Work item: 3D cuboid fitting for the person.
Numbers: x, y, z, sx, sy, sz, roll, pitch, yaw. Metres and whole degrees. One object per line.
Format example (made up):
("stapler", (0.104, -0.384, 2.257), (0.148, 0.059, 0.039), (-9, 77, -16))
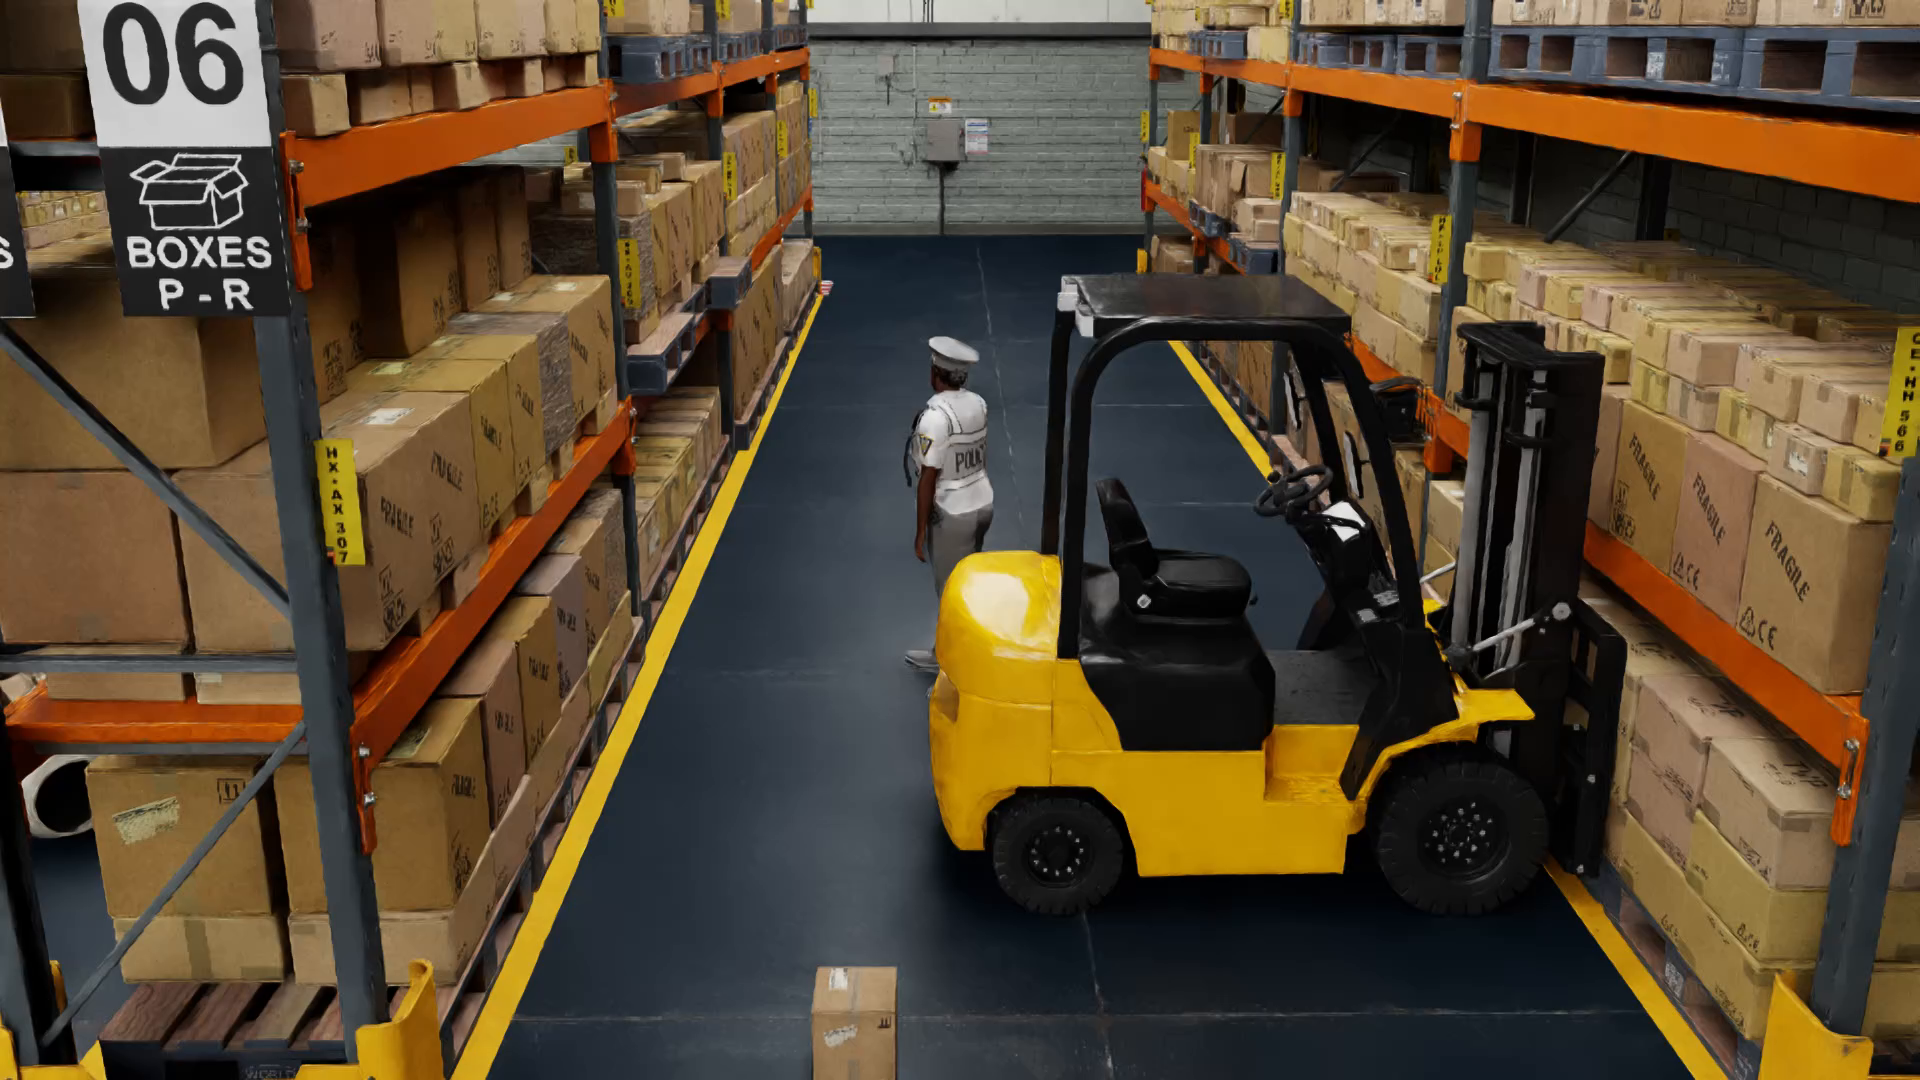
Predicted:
("person", (-0.068, -0.118, 7.832), (0.539, 1.672, 0.559), (9, 19, 26))
